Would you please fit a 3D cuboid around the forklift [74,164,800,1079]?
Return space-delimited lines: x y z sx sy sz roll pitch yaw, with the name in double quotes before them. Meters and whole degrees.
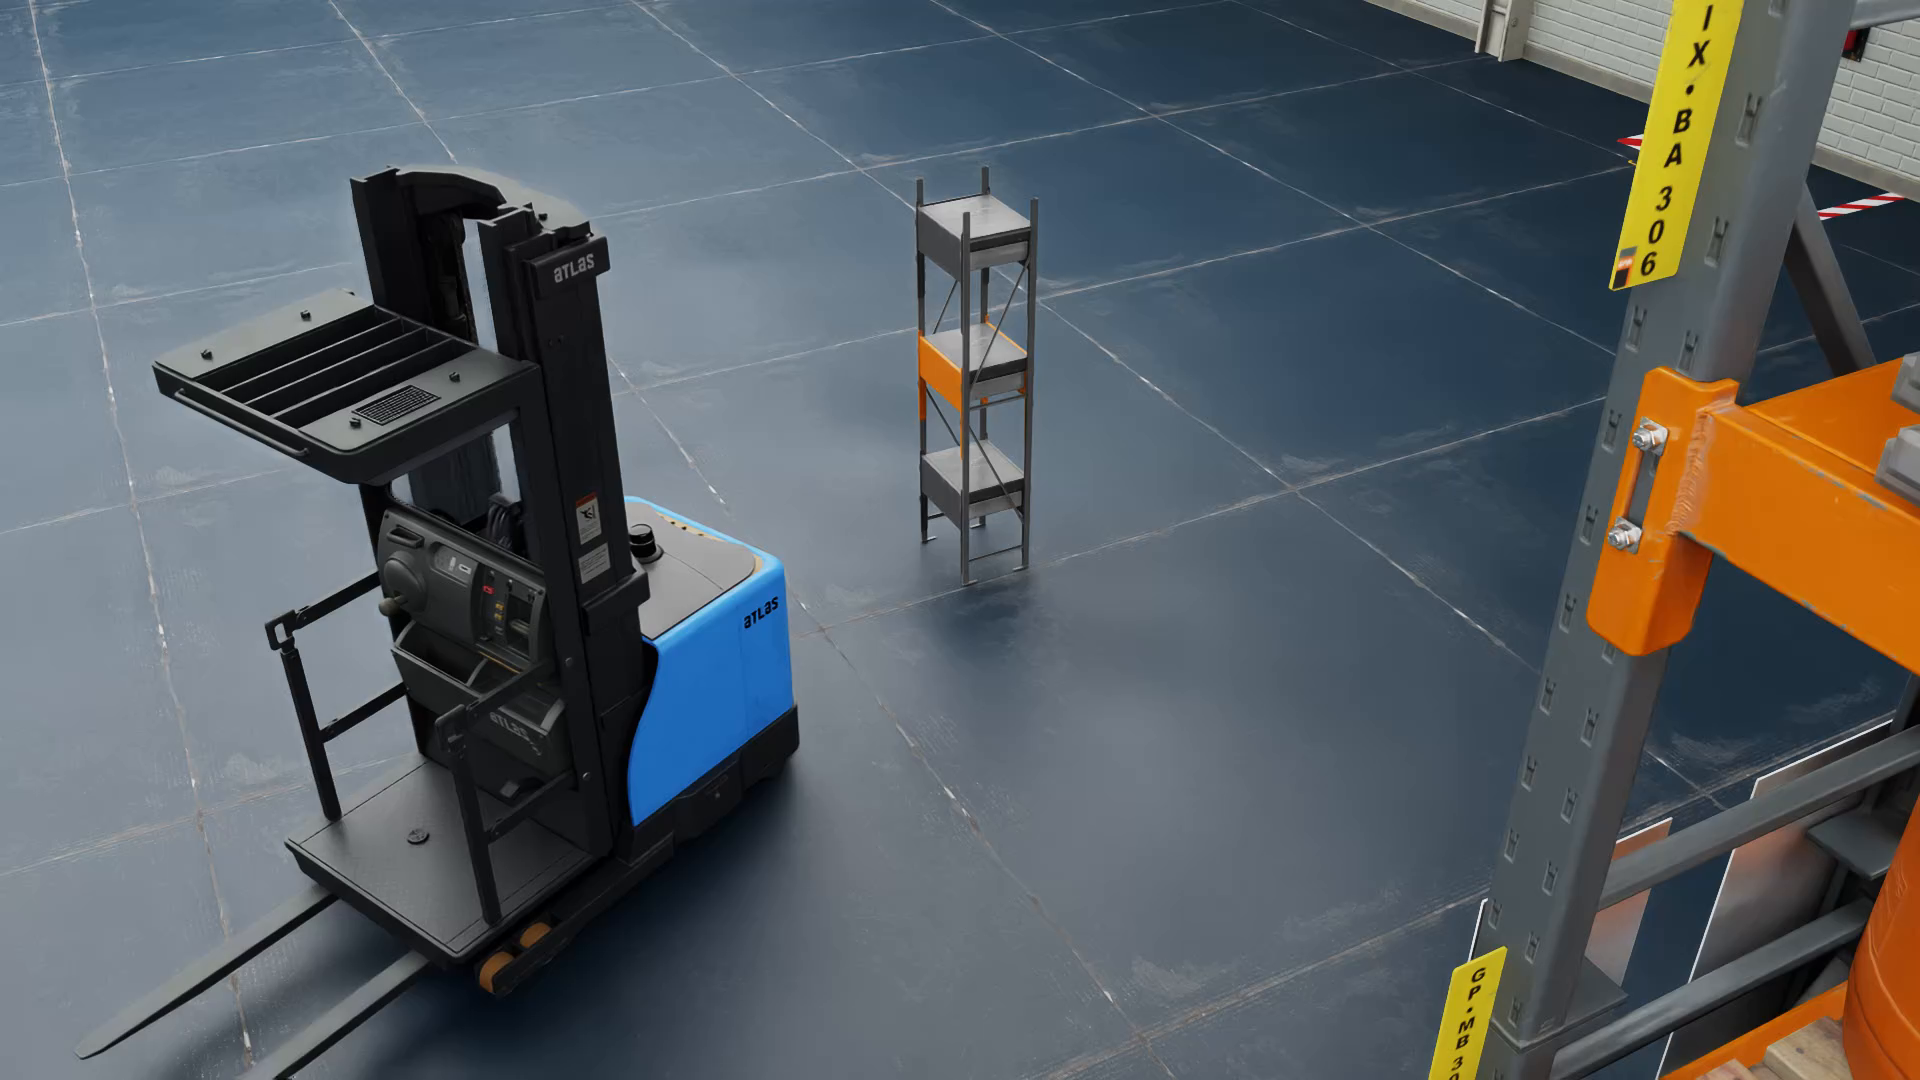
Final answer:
"forklift" -2.017 0.240 6.158 1.130 2.935 3.031 22 39 30

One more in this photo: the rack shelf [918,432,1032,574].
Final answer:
"rack shelf" 0.077 -0.204 8.945 0.431 0.518 0.480 -16 36 -23

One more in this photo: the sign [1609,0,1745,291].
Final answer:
"sign" 0.760 -0.424 1.764 0.100 0.325 0.005 -16 36 -23

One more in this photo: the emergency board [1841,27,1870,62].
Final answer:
"emergency board" 7.189 -4.550 13.571 0.194 1.169 0.643 -16 36 -23

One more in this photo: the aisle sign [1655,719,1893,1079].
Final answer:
"aisle sign" 1.478 0.674 3.007 0.394 0.787 0.004 -16 36 -23

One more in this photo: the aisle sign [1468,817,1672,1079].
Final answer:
"aisle sign" 0.956 0.822 2.776 0.394 0.787 0.004 -16 36 -23

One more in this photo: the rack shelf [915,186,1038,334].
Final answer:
"rack shelf" 0.077 -1.383 8.190 0.431 0.518 0.480 -16 36 -23

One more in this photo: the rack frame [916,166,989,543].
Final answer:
"rack frame" -0.037 -0.922 8.742 0.400 2.100 0.015 -16 36 -23

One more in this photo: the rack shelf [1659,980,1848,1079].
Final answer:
"rack shelf" 2.181 1.872 1.434 1.077 0.370 4.000 -16 36 -23

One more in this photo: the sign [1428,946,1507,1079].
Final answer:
"sign" 0.760 0.747 2.514 0.100 0.325 0.005 -16 36 -23

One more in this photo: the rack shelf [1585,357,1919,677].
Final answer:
"rack shelf" 2.181 0.777 0.732 1.077 0.370 4.000 -16 36 -23

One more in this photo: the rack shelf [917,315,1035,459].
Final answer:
"rack shelf" 0.077 -0.794 8.568 0.431 0.518 0.480 -16 36 -23

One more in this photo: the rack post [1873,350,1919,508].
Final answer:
"rack post" 1.489 -0.045 1.442 0.937 0.300 0.954 -12 35 -18

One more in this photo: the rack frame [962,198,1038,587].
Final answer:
"rack frame" 0.191 -0.689 8.379 0.400 2.100 0.015 -16 36 -23

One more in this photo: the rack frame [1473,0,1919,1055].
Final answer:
"rack frame" 1.249 -0.648 1.920 1.000 3.000 0.127 -16 36 -23

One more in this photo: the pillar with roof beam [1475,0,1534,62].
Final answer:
"pillar with roof beam" 1.701 -7.668 12.876 9.100 9.000 0.400 -16 36 -23

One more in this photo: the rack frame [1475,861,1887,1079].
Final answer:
"rack frame" 1.249 1.878 3.539 1.000 3.000 0.127 -16 36 -23

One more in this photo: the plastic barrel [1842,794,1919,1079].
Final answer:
"plastic barrel" 1.588 0.457 2.188 0.600 0.830 0.708 -16 36 -23

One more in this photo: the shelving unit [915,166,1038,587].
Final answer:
"shelving unit" 0.077 -0.805 8.560 0.431 2.100 0.503 -16 36 -23
